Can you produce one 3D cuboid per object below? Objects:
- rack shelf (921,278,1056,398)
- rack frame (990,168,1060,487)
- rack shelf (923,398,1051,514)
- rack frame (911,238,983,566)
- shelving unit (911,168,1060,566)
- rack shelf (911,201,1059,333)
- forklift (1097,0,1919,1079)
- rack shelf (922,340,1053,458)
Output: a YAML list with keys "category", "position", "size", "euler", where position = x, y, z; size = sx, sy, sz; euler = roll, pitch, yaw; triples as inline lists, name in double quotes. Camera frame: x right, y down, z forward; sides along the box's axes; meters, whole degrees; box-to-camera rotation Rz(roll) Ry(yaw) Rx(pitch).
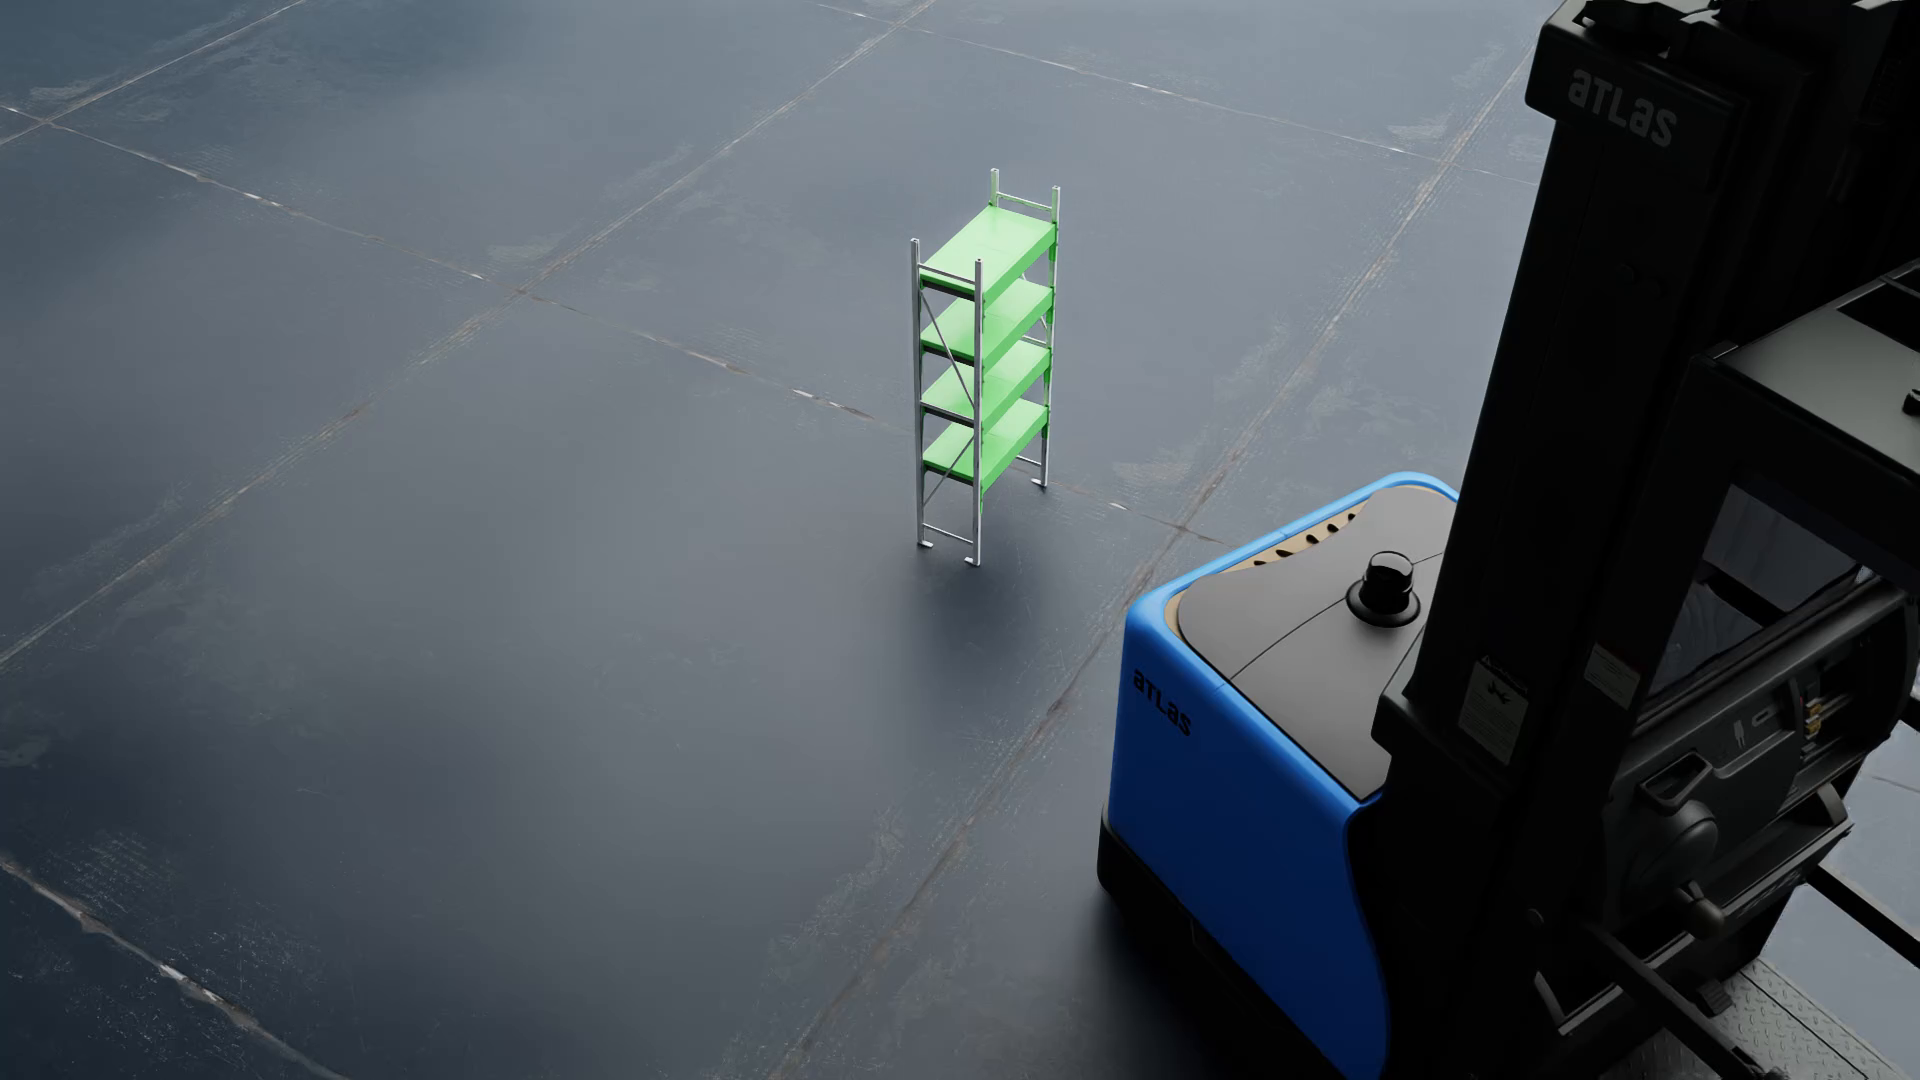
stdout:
- category: "rack shelf"
  position: [0.083, -0.677, 5.345]
  size: [0.258, 0.148, 0.480]
  euler: [21, 45, 22]
- category: "rack frame"
  position: [0.205, -0.685, 5.620]
  size: [0.240, 1.200, 0.015]
  euler: [21, 45, 22]
- category: "rack shelf"
  position: [0.083, -0.317, 5.662]
  size: [0.258, 0.148, 0.480]
  euler: [21, 45, 22]
- category: "rack frame"
  position: [-0.039, -0.405, 5.302]
  size: [0.240, 1.200, 0.015]
  euler: [21, 45, 22]
- category: "shelving unit"
  position: [0.083, -0.545, 5.461]
  size: [0.258, 1.200, 0.503]
  euler: [21, 45, 22]
- category: "rack shelf"
  position: [0.083, -0.857, 5.186]
  size: [0.258, 0.148, 0.480]
  euler: [21, 45, 22]
- category: "forklift"
  position: [1.618, 0.488, 2.978]
  size: [1.130, 2.935, 3.031]
  euler: [-24, 47, -25]
- category: "rack shelf"
  position: [0.083, -0.497, 5.503]
  size: [0.258, 0.148, 0.480]
  euler: [21, 45, 22]
